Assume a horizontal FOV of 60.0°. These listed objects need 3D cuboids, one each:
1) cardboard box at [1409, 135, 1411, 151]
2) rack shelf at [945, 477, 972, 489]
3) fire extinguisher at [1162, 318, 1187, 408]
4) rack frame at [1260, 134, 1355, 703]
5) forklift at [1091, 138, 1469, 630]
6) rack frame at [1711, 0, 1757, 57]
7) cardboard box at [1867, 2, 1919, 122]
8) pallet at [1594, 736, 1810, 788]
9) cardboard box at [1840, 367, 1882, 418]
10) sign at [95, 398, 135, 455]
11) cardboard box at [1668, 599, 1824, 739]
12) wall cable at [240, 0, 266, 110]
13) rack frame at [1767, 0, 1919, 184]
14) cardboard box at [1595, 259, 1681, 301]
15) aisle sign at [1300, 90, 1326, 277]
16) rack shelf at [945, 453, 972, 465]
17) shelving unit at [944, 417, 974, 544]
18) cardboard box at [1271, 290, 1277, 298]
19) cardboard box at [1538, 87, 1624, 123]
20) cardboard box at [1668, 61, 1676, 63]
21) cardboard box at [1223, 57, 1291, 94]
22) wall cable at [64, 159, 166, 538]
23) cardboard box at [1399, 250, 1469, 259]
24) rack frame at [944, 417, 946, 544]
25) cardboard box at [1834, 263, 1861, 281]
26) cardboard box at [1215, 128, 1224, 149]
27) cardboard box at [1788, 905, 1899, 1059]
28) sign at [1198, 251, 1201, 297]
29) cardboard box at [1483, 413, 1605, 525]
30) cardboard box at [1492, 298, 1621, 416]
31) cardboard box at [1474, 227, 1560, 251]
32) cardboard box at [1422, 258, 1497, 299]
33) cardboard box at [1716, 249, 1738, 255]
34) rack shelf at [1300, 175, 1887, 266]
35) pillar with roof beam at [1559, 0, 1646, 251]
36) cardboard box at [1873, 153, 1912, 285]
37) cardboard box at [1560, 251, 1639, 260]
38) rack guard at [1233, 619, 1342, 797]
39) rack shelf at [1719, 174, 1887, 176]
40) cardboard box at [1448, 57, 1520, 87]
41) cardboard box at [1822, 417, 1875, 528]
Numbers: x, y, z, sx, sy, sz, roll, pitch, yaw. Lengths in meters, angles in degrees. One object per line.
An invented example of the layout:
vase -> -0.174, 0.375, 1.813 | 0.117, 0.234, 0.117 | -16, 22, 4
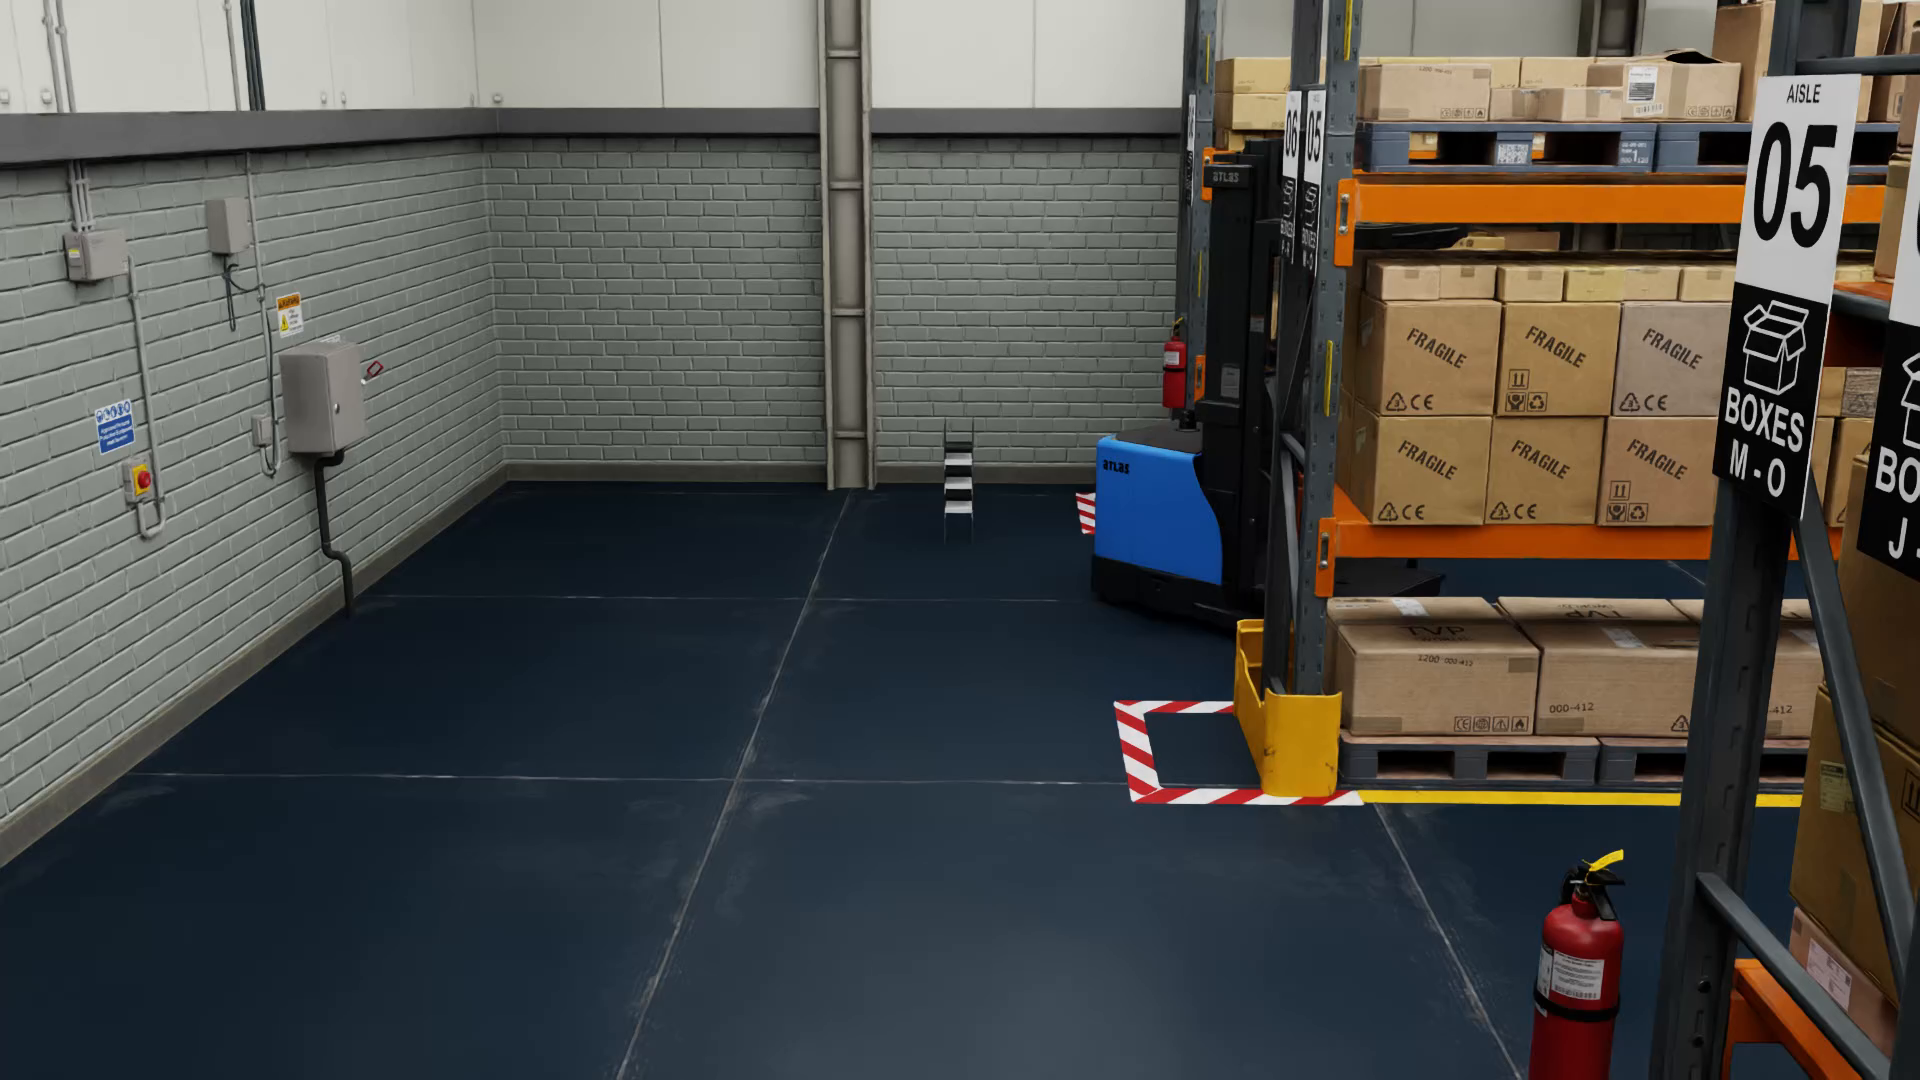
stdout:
cardboard box -> 3.100, -2.901, 12.069 | 0.250, 0.149, 0.380 | 0, 15, 1
rack shelf -> -0.008, -0.403, 12.234 | 0.200, 0.077, 0.258 | 0, 15, 1
fire extinguisher -> 1.601, -1.328, 12.375 | 0.183, 0.674, 0.296 | 0, 15, 1
rack frame -> 1.637, -0.397, 7.963 | 0.127, 3.000, 1.000 | 0, 15, 1
forklift -> 2.263, -0.856, 9.839 | 3.031, 2.935, 1.130 | 14, 20, 42
rack frame -> 5.759, -4.537, 11.897 | 0.127, 3.000, 1.000 | 0, 15, 1
cardboard box -> 4.286, -2.123, 7.404 | 0.637, 0.503, 0.797 | 2, 15, 6
pallet -> 3.655, 0.946, 8.342 | 1.213, 0.211, 1.003 | 0, 15, 1
cardboard box -> 4.141, -0.841, 7.492 | 0.500, 0.500, 0.500 | 1, 15, 2
sign -> -4.063, -0.546, 8.000 | 0.001, 0.218, 0.327 | 0, 15, 1
cardboard box -> 4.116, 0.628, 8.278 | 0.875, 0.438, 0.875 | 0, 15, 0
wall cable -> -3.926, -4.183, 10.480 | 0.133, 3.039, 2.988 | 0, 15, 1
rack frame -> 1.611, -2.034, 2.410 | 0.127, 3.000, 1.000 | 0, 15, 1
cardboard box -> 3.033, -1.169, 7.464 | 0.250, 0.149, 0.380 | 1, 15, 2
aisle sign -> 1.557, -1.580, 7.353 | 0.004, 0.787, 0.394 | 0, 15, 1
rack shelf -> -0.008, -0.577, 12.188 | 0.200, 0.077, 0.258 | 0, 15, 1
shelving unit -> -0.008, -0.435, 12.225 | 0.210, 0.900, 0.258 | 0, 15, 1
cardboard box -> 2.226, -1.798, 12.987 | 0.500, 0.250, 0.500 | 1, 15, 3
cardboard box -> 2.719, -1.911, 7.297 | 0.250, 0.149, 0.380 | 1, 15, 3
cardboard box -> 5.248, -3.342, 11.977 | 0.500, 0.250, 0.500 | 0, 15, 2
cardboard box -> 2.197, -3.359, 12.042 | 0.500, 0.250, 0.500 | 0, 15, 1
wall cable -> -4.001, -0.934, 7.946 | 0.123, 1.953, 0.585 | 0, 15, 1
cardboard box -> 2.255, -1.295, 7.941 | 0.250, 0.149, 0.380 | 1, 15, 2
rack frame -> -0.110, -0.436, 12.228 | 0.006, 0.900, 0.240 | 0, 15, 1
cardboard box -> 3.797, -1.159, 7.425 | 0.250, 0.149, 0.380 | 0, 15, 1
cardboard box -> 2.086, -3.048, 12.626 | 0.250, 0.149, 0.380 | 1, 15, 3
cardboard box -> 1.945, 0.918, 3.473 | 0.250, 0.149, 0.380 | 0, 15, 1
sign -> 1.746, -1.943, 12.126 | 0.005, 0.325, 0.100 | 0, 15, 1
cardboard box -> 2.616, -0.372, 7.675 | 0.500, 0.500, 0.500 | 0, 15, 1
cardboard box -> 2.626, -0.851, 7.529 | 0.500, 0.500, 0.500 | 0, 15, 0
cardboard box -> 4.277, -2.148, 12.842 | 0.500, 0.500, 0.500 | 0, 15, 0
cardboard box -> 2.248, -1.185, 7.526 | 0.250, 0.149, 0.380 | 1, 15, 3
cardboard box -> 3.804, -1.299, 7.955 | 0.250, 0.149, 0.380 | 0, 15, 2
rack shelf -> 3.636, -1.486, 7.623 | 4.000, 0.370, 1.077 | 0, 15, 1
pillar with roof beam -> 4.976, -3.674, 8.624 | 0.400, 9.000, 9.100 | 0, 15, 1
cardboard box -> 2.073, -0.576, 3.057 | 0.500, 0.250, 0.500 | 0, 15, 0
cardboard box -> 3.026, -1.283, 7.896 | 0.250, 0.149, 0.380 | 0, 15, 1
rack guard -> 1.613, 0.812, 8.282 | 0.348, 0.500, 1.175 | 0, 15, 1
rack shelf -> 7.758, -2.726, 12.322 | 4.000, 0.370, 1.077 | 0, 15, 1
cardboard box -> 3.717, -3.350, 12.009 | 0.500, 0.250, 0.500 | 1, 15, 3
cardboard box -> 4.148, -0.358, 7.621 | 0.500, 0.500, 0.500 | 0, 15, 1
